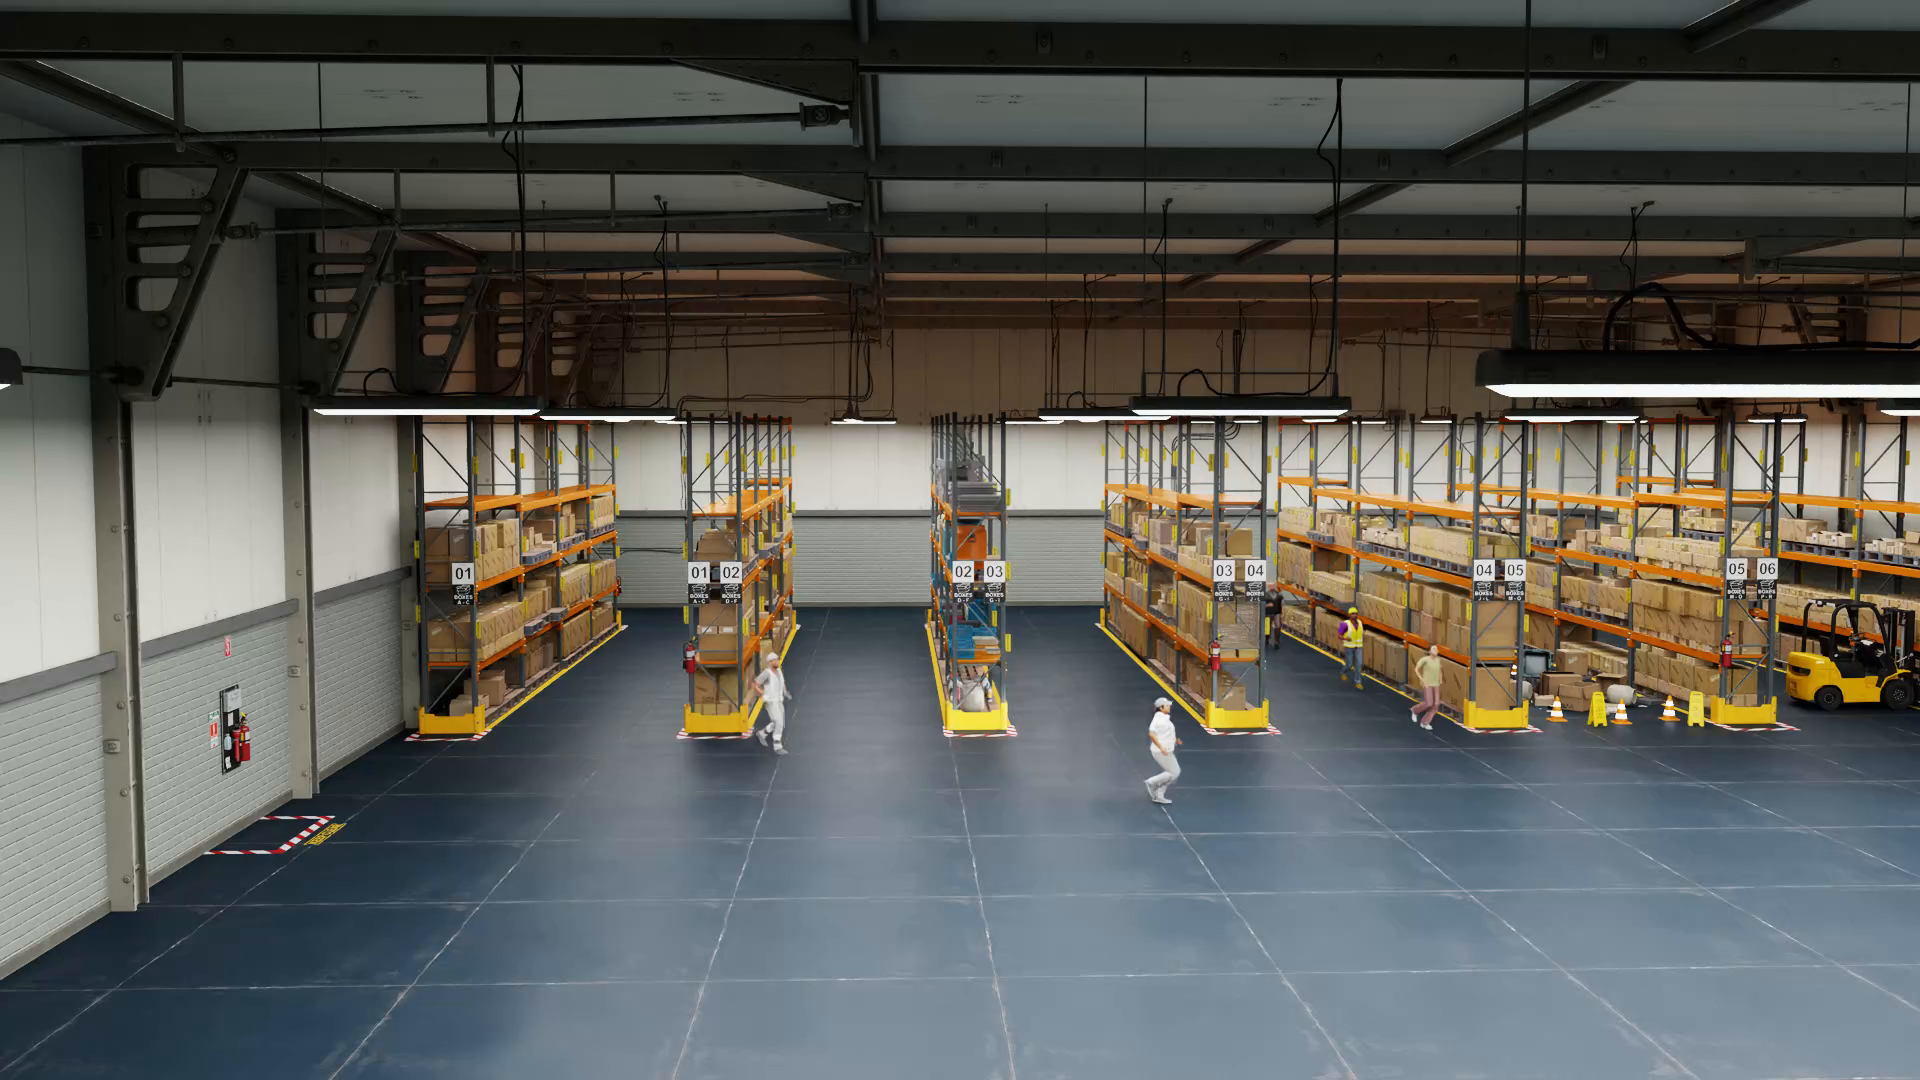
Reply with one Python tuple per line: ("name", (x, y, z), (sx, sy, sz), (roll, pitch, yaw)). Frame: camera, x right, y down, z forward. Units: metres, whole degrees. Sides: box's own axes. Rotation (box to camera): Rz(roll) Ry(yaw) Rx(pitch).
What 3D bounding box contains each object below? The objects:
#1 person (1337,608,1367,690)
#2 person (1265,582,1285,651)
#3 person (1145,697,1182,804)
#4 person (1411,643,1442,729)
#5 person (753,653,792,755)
("person", (8.603, 2.355, 36.418), (0.700, 1.762, 0.957), (-1, 4, -11))
("person", (8.070, 1.956, 42.870), (0.659, 1.747, 0.882), (0, 4, 2))
("person", (3.096, 3.199, 25.246), (0.547, 1.624, 0.607), (1, 4, 11))
("person", (8.929, 2.766, 31.644), (0.597, 1.618, 0.550), (-2, 4, -23))
("person", (-3.317, 2.854, 29.158), (0.756, 1.769, 0.680), (2, 5, 31))
